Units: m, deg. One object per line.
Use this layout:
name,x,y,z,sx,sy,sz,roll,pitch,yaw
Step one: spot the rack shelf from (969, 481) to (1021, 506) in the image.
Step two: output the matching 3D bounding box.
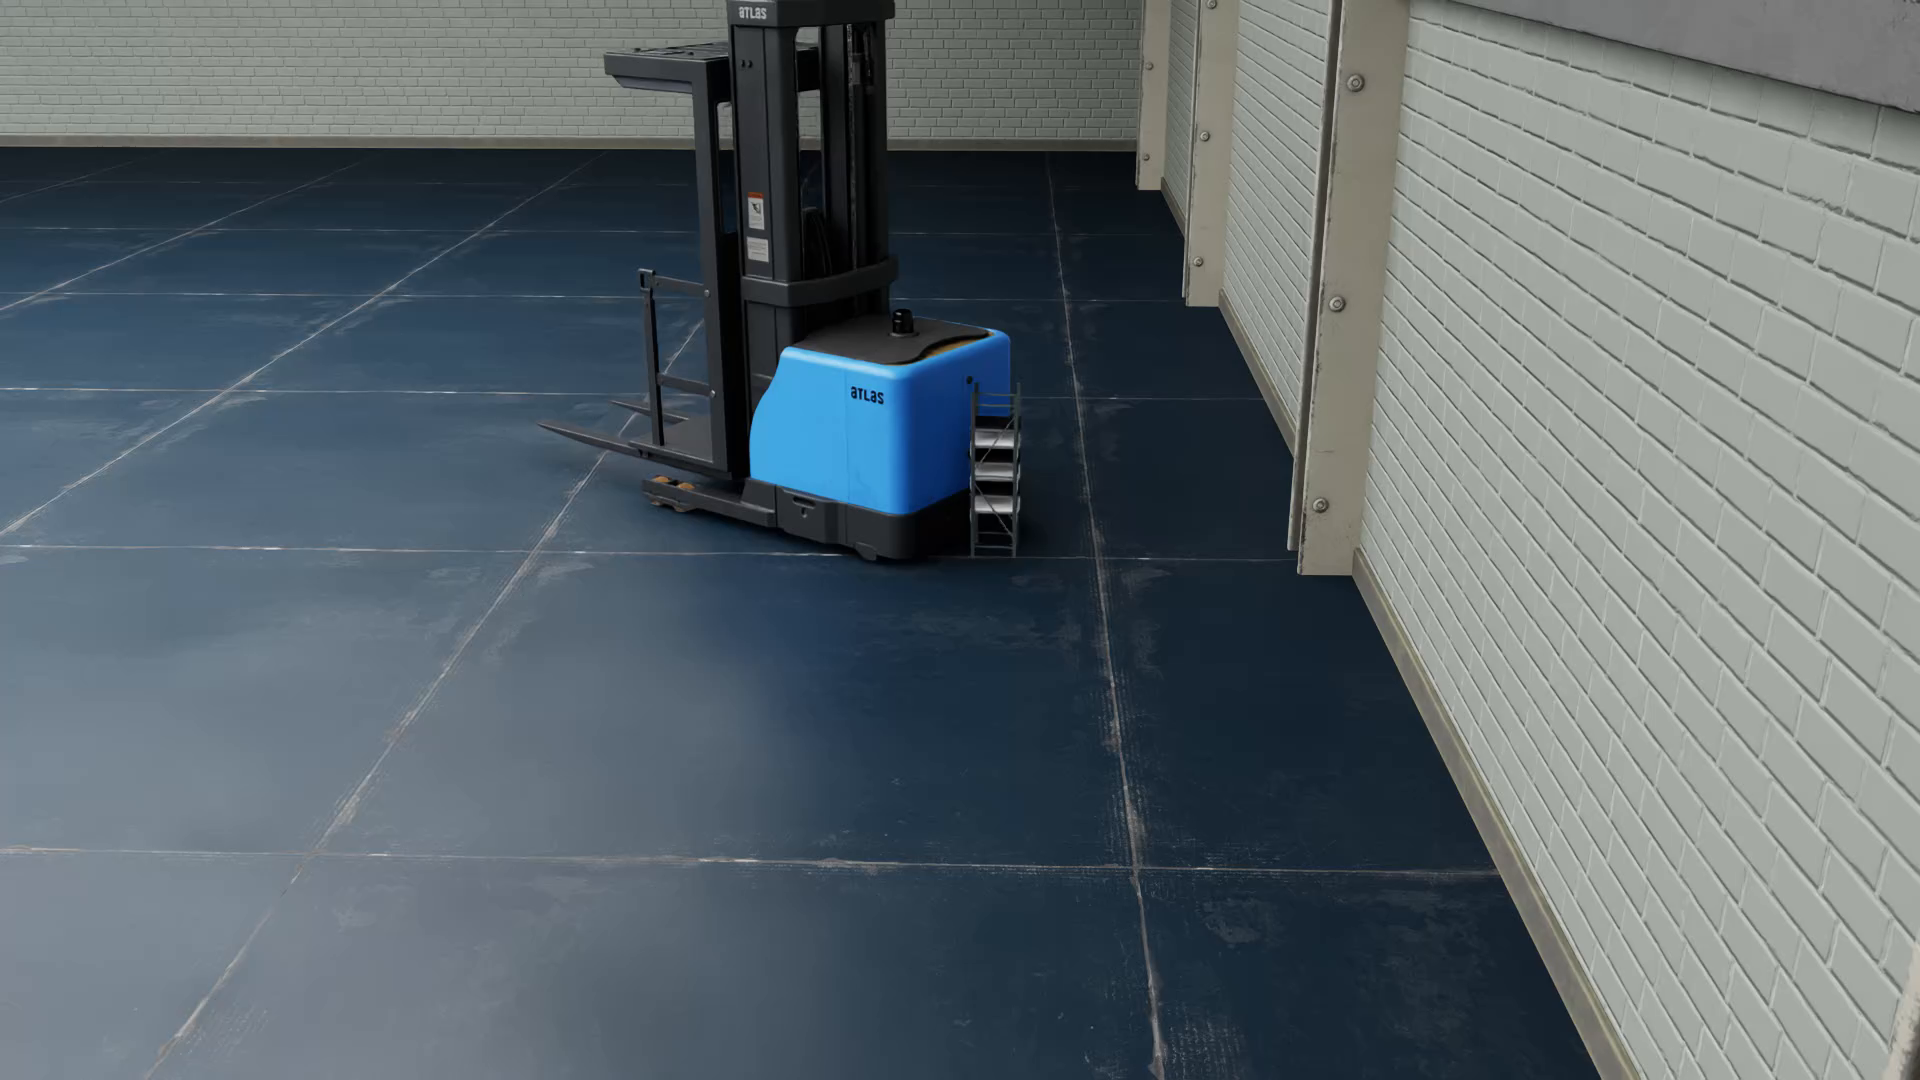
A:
rack shelf,0.187,-0.246,8.761,0.258,0.077,0.200,2,21,6

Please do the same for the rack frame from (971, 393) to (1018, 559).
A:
rack frame,0.177,-0.325,8.622,0.240,0.900,0.006,2,21,6

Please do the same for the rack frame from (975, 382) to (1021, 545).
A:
rack frame,0.198,-0.398,8.811,0.240,0.900,0.006,2,21,6

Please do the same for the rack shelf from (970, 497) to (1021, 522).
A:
rack shelf,0.187,-0.163,8.794,0.258,0.077,0.200,2,21,6

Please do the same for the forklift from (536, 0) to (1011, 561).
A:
forklift,-1.202,-1.659,9.254,3.031,2.935,1.130,15,26,33

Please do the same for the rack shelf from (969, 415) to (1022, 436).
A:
rack shelf,0.187,-0.582,8.631,0.258,0.077,0.200,2,21,6

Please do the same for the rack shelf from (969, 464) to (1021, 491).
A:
rack shelf,0.187,-0.330,8.728,0.258,0.077,0.200,2,21,6

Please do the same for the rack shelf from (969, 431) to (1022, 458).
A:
rack shelf,0.187,-0.498,8.663,0.258,0.077,0.200,2,21,6

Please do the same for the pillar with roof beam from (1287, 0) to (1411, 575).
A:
pillar with roof beam,-2.397,-4.134,7.244,9.100,9.000,0.400,1,21,2

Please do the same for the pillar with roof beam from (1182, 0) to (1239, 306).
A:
pillar with roof beam,-2.214,-6.304,12.835,9.100,9.000,0.400,1,21,2

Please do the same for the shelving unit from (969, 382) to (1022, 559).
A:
shelving unit,0.187,-0.361,8.716,0.258,0.900,0.210,2,21,6

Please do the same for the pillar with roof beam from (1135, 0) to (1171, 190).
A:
pillar with roof beam,-2.032,-8.473,18.426,9.100,9.000,0.400,1,21,2

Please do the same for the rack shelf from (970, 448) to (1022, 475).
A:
rack shelf,0.187,-0.414,8.696,0.258,0.077,0.200,2,21,6
